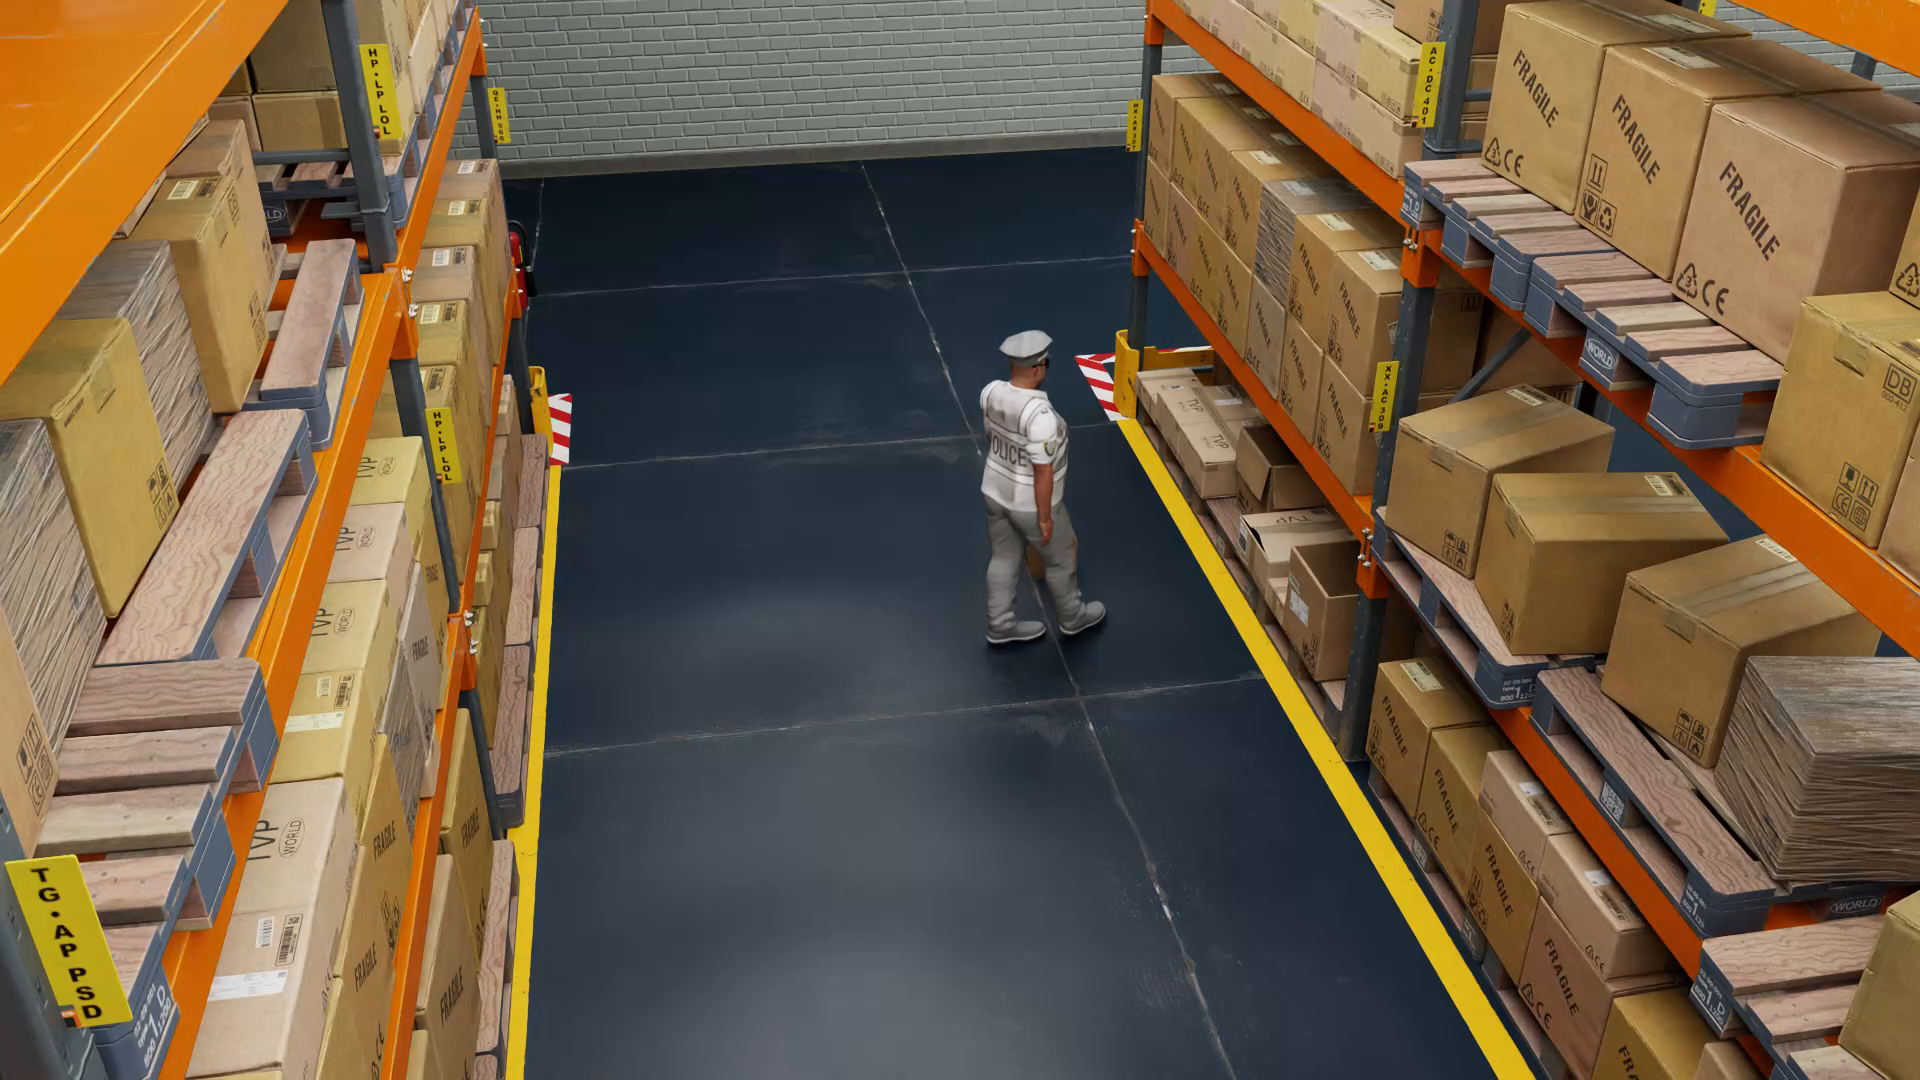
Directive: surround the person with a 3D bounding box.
[{"bbox_3d":[0.445,-0.278,8.591,0.682,1.740,0.523,-23,37,-34],"label":"person"}]
